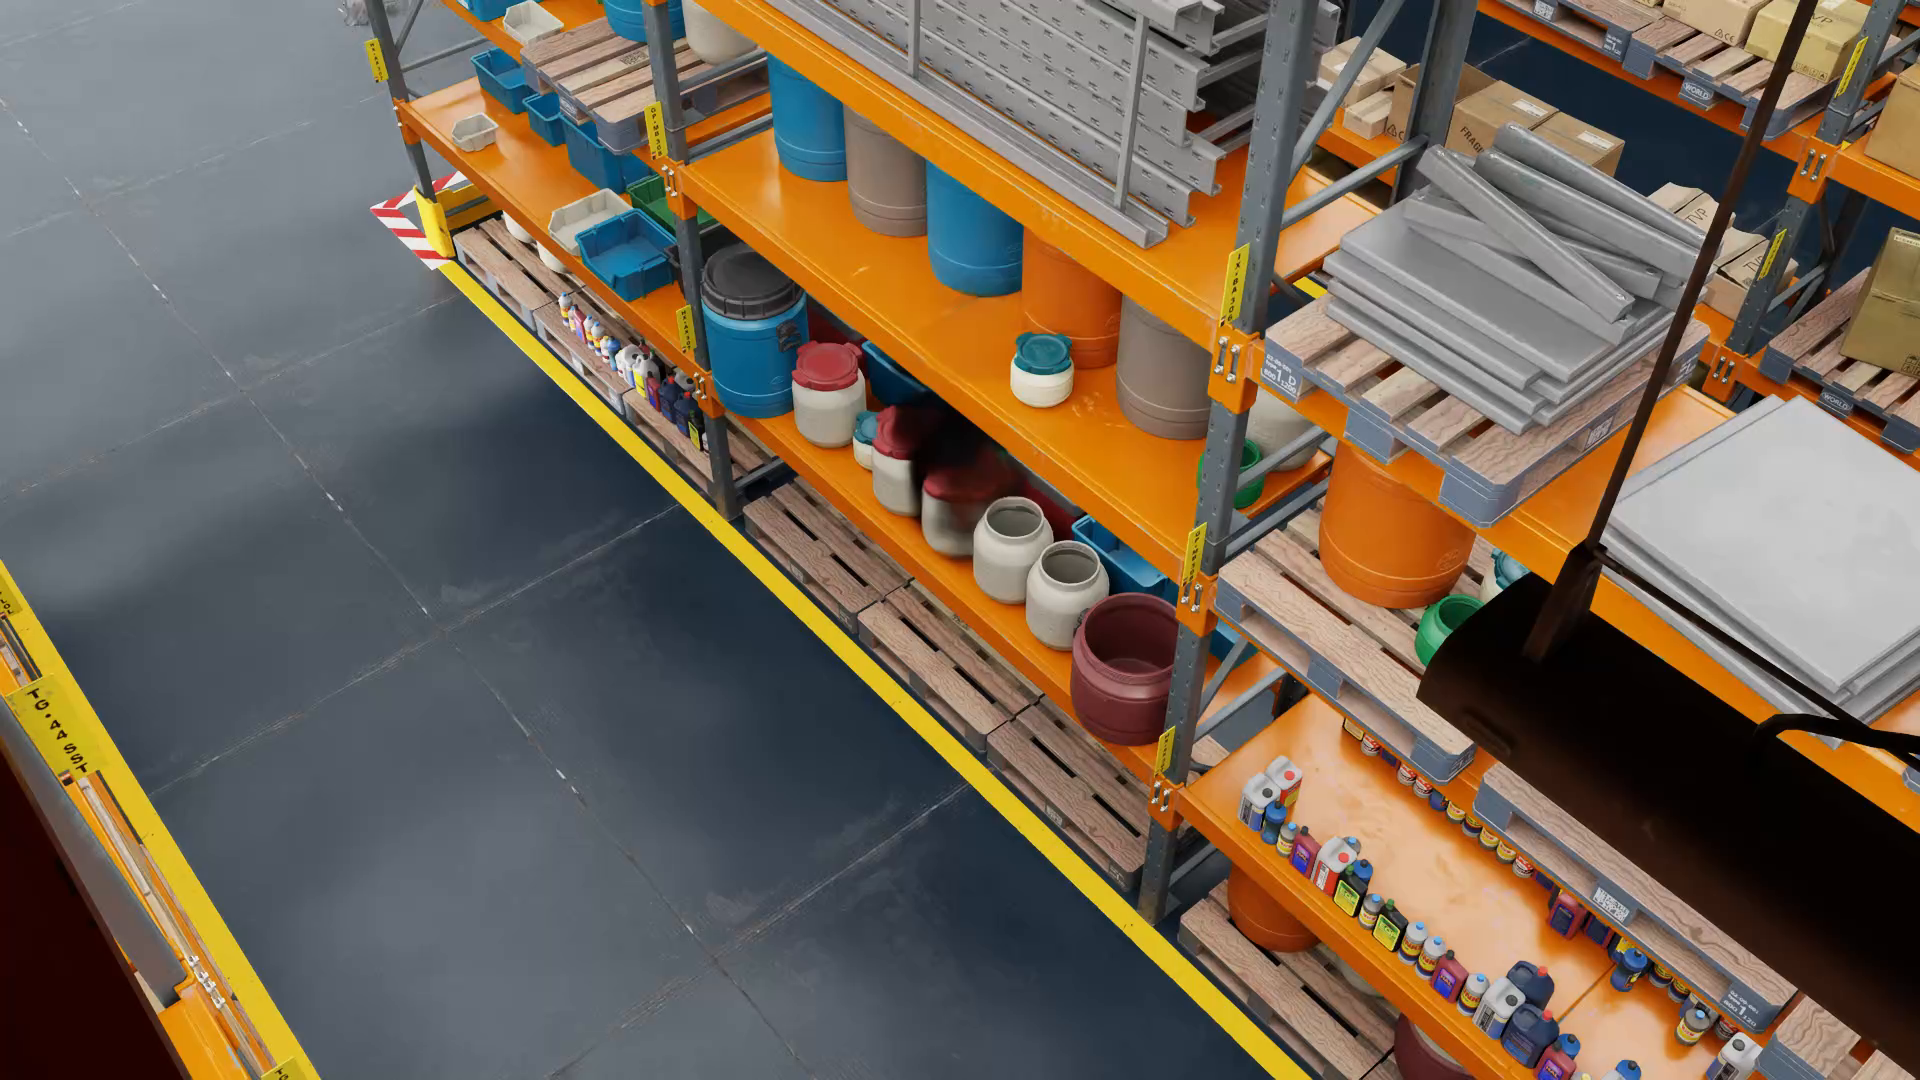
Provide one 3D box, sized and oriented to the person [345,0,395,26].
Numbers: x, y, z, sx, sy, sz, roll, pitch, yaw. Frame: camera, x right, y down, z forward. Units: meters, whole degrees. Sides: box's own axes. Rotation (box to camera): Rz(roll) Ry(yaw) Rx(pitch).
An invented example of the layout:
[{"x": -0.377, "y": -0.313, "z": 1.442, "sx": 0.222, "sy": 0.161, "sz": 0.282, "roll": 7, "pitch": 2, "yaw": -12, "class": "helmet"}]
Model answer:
[{"x": -5.658, "y": -5.532, "z": 15.033, "sx": 0.696, "sy": 1.827, "sz": 0.641, "roll": -8, "pitch": 47, "yaw": -8, "class": "person"}]
